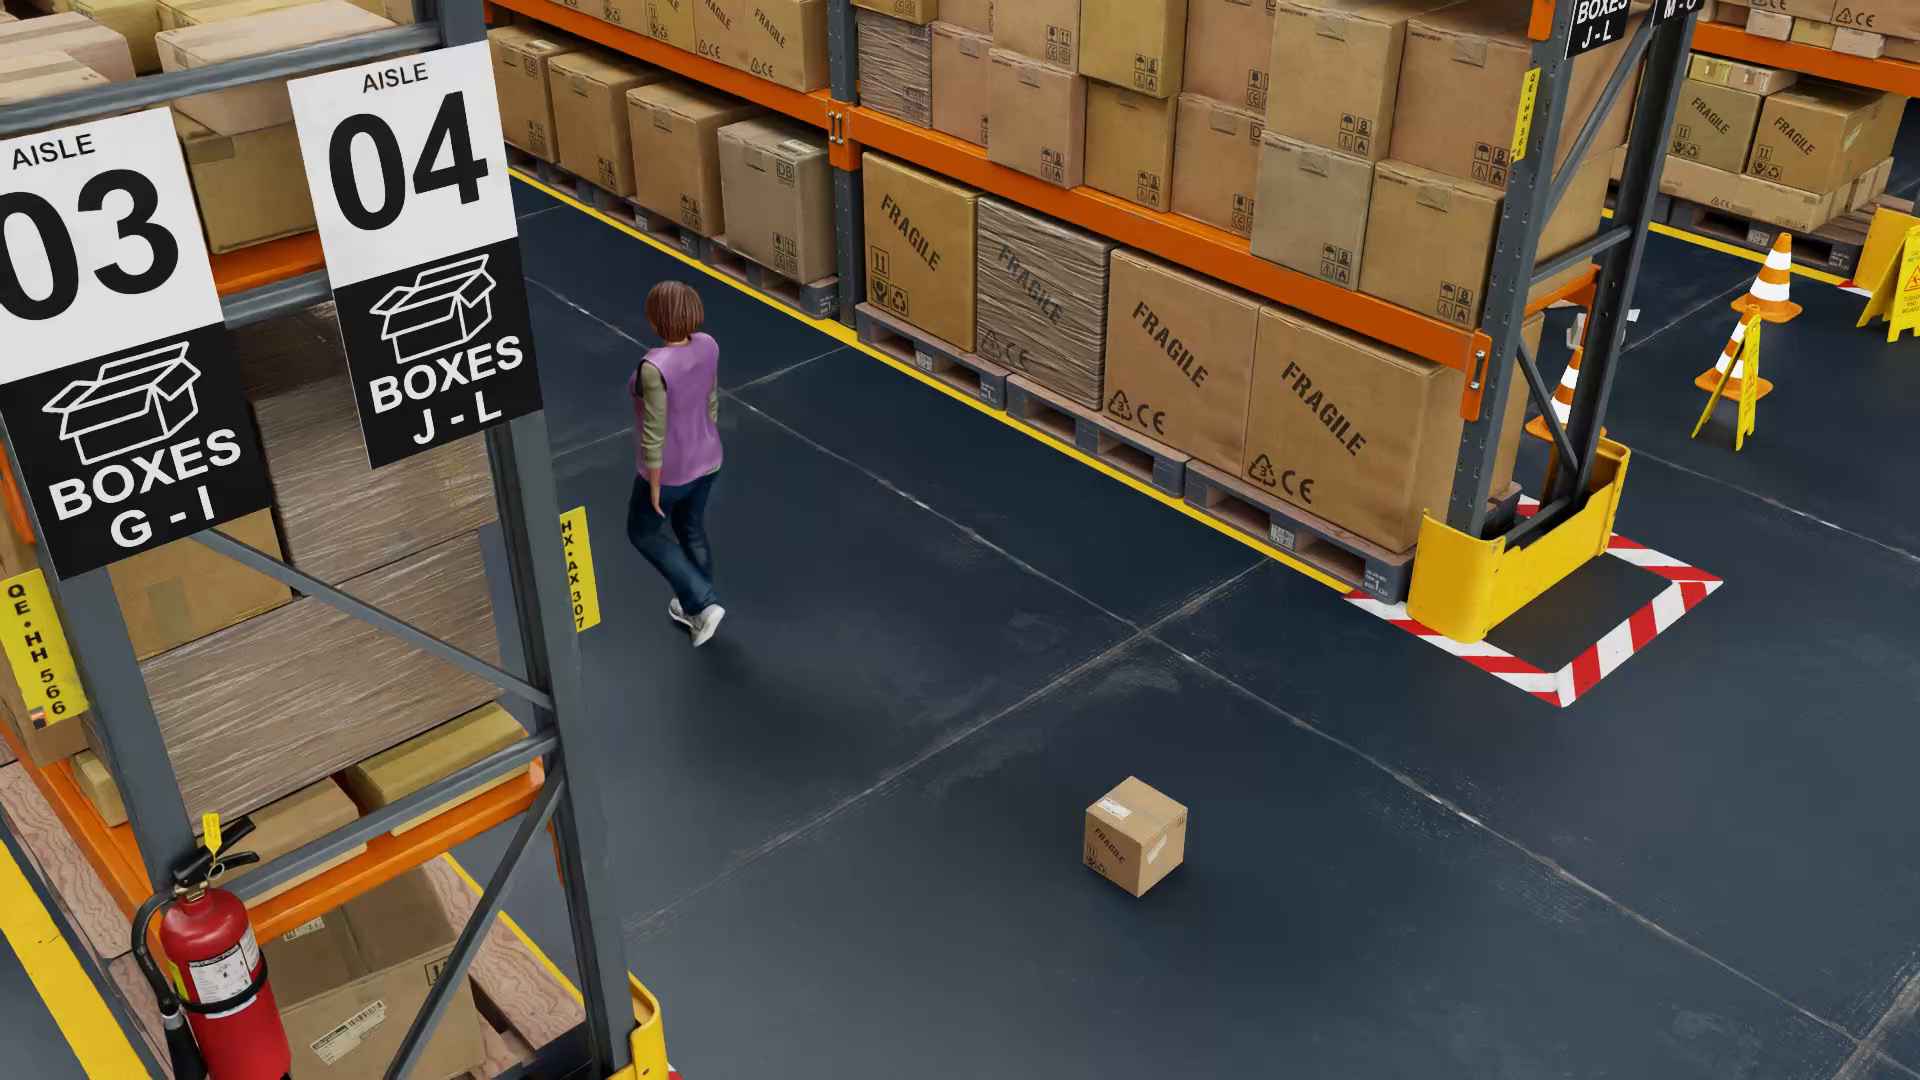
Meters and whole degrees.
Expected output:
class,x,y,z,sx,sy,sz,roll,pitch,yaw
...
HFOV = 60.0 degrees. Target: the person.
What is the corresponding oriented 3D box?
class,x,y,z,sx,sy,sz,roll,pitch,yaw
person,-1.080,-0.185,6.611,0.460,1.356,0.349,23,39,31
